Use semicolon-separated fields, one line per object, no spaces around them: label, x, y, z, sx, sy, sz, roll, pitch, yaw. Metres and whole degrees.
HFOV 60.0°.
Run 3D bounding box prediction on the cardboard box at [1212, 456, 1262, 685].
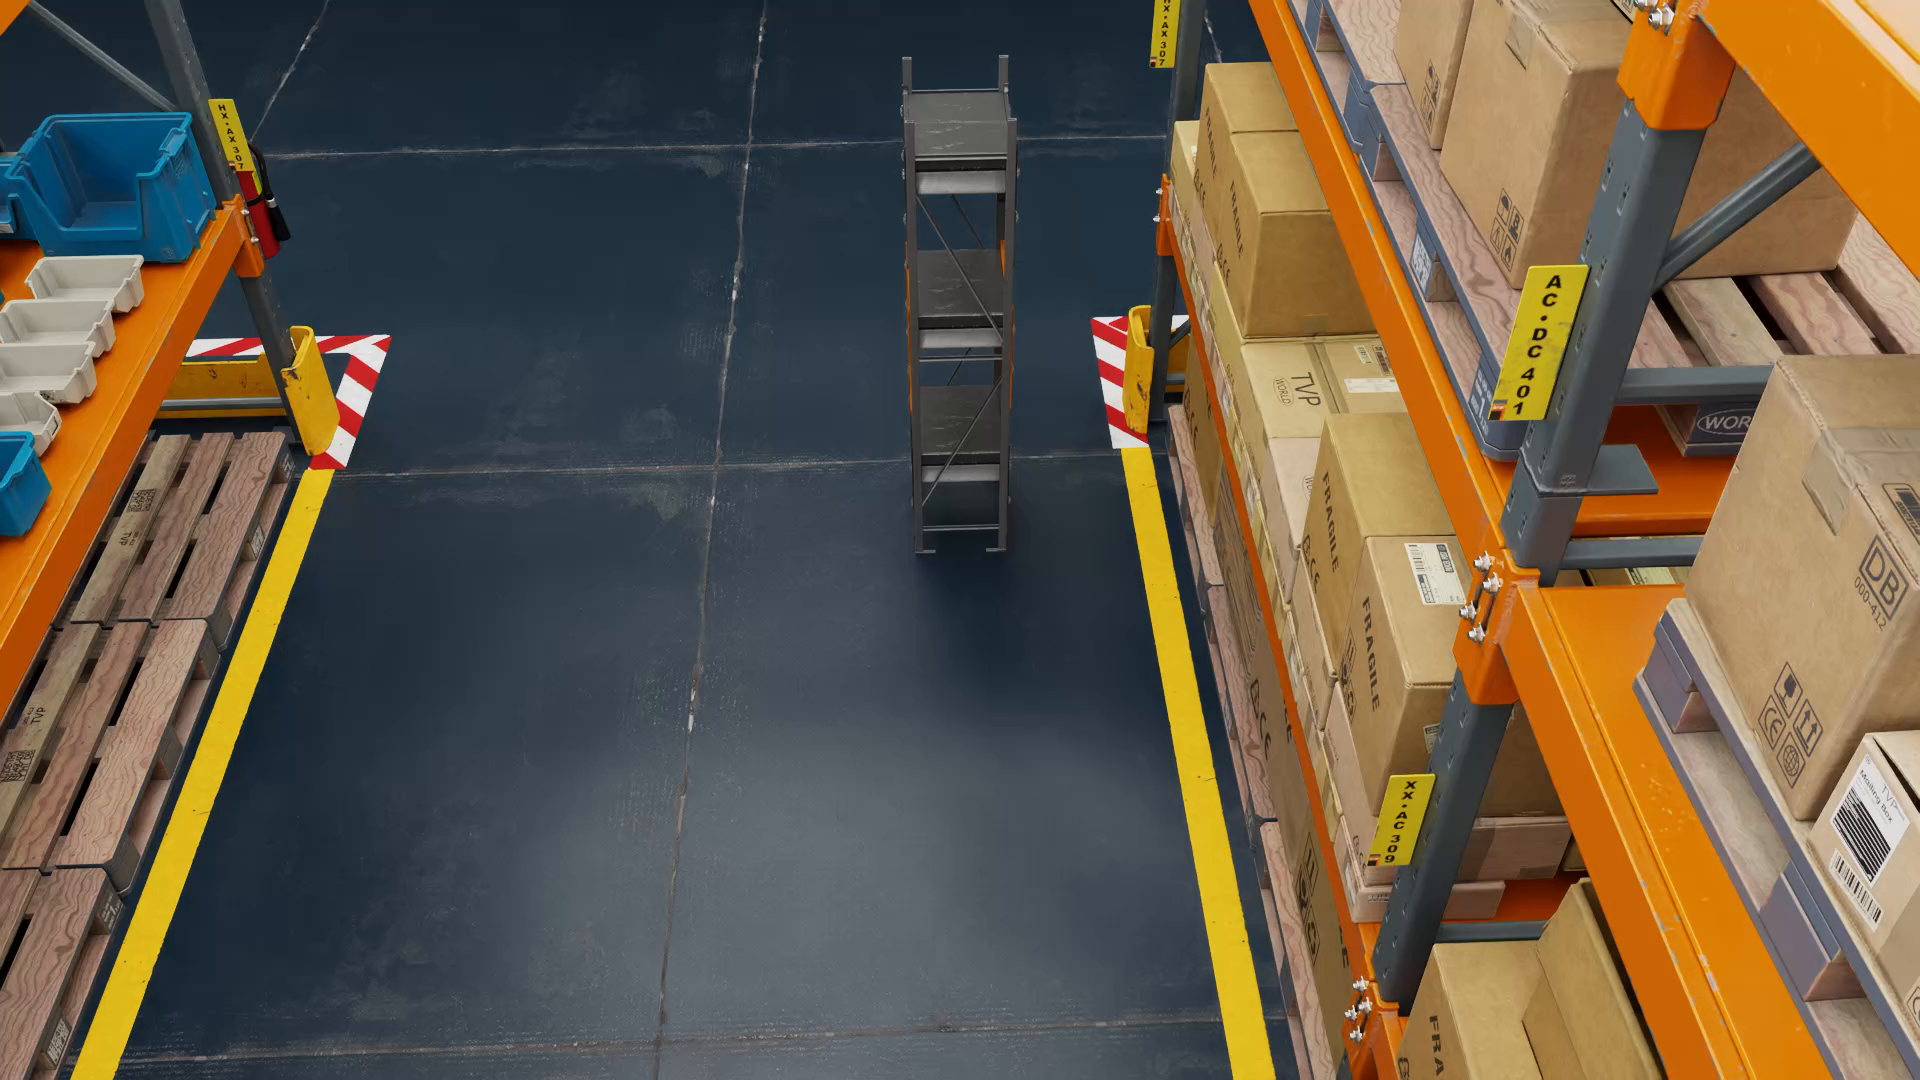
cardboard box;1.531;-0.056;6.503;0.875;0.875;0.875;-2;43;-2

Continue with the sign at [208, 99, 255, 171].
sign;-3.014;-1.674;6.885;0.100;0.325;0.005;-2;43;-2

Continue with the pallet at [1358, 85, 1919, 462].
pallet;1.531;-0.654;3.739;1.003;0.211;1.213;-2;43;-2

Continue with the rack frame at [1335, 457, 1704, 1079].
rack frame;1.555;0.971;4.120;1.000;3.000;0.127;-2;43;-2

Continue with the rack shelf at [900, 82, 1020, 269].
rack shelf;-0.007;-1.392;6.348;0.431;0.518;0.480;-2;43;-2

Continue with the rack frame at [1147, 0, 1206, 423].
rack frame;1.385;-1.729;7.066;1.000;3.000;0.127;-2;43;-2

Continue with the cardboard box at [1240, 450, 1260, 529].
cardboard box;1.150;-0.172;5.553;0.380;0.149;0.250;-1;43;-1

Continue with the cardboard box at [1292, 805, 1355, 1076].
cardboard box;1.607;1.152;5.185;0.875;0.875;0.875;-2;43;-2

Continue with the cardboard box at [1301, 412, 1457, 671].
cardboard box;1.251;0.000;4.516;0.500;0.500;0.500;-1;43;-1

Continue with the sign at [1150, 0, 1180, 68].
sign;0.831;-2.065;6.734;0.100;0.325;0.005;-2;43;-2

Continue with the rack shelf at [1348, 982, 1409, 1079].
rack shelf;1.640;2.587;2.890;1.077;0.370;4.000;-2;43;-2

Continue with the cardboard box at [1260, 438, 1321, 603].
cardboard box;1.228;-0.067;5.144;0.500;0.250;0.500;-1;43;-1

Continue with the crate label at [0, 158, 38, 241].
crate label;-3.882;-1.371;6.755;0.416;0.233;0.303;-2;43;-2

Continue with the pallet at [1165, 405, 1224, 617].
pallet;1.497;-0.163;7.422;1.003;0.211;1.213;-2;43;-2

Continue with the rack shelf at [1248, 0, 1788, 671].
rack shelf;1.470;-1.219;4.822;1.077;0.370;4.000;-2;43;-2

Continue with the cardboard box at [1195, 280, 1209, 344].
cardboard box;1.106;-0.865;6.310;0.380;0.149;0.250;-2;43;-2

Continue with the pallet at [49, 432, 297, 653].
pallet;-3.567;-0.001;7.245;1.003;0.211;1.213;-2;43;-2

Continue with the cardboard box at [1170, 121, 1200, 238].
cardboard box;1.136;-1.451;6.654;0.500;0.250;0.500;-3;43;-3

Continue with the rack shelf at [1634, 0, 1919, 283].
rack shelf;1.640;0.523;0.998;1.077;0.370;4.000;-2;43;-2

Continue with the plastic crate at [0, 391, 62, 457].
plastic crate;-3.282;-0.384;5.749;0.298;0.136;0.250;-2;43;-2

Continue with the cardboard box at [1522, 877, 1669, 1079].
cardboard box;1.591;0.996;3.277;0.797;0.503;0.637;-3;43;-3

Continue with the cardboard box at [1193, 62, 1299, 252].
cardboard box;1.157;-1.390;6.033;0.500;0.500;0.500;-3;43;-3

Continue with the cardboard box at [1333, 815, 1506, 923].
cardboard box;1.215;0.868;4.419;0.380;0.149;0.250;-1;43;-2

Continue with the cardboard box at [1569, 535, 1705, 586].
cardboard box;1.790;0.310;4.177;0.500;0.500;0.500;-2;43;-2

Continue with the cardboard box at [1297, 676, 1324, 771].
cardboard box;1.193;0.521;4.798;0.380;0.149;0.250;-2;43;-3

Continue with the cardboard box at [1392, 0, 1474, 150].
cardboard box;1.444;-1.253;3.868;0.700;0.500;0.500;0;43;0

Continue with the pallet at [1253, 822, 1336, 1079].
pallet;1.601;1.484;5.625;1.003;0.211;1.213;-2;43;-2

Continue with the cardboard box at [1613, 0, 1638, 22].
cardboard box;1.522;-1.274;3.336;0.500;0.250;0.500;-4;43;-5

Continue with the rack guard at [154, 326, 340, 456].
rack guard;-3.577;-0.681;7.773;1.175;0.500;0.348;-2;43;-2

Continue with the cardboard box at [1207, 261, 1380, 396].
cardboard box;1.182;-0.761;5.901;0.500;0.250;0.500;-3;43;-3

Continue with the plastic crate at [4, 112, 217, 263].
plastic crate;-3.362;-1.401;6.638;0.616;0.435;0.499;-2;43;-2

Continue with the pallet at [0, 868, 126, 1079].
pallet;-3.463;1.646;5.447;1.003;0.211;1.213;-2;43;-2

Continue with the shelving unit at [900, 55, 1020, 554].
shelving unit;-0.007;-0.886;6.812;0.431;2.100;0.503;-2;43;-2

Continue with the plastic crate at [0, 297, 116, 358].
plastic crate;-3.350;-0.770;6.171;0.396;0.136;0.243;-2;43;-2

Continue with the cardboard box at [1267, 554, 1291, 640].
cardboard box;1.171;0.173;5.177;0.380;0.149;0.250;-1;43;-1

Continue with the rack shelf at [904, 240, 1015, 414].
rack shelf;-0.007;-0.876;6.821;0.431;0.518;0.480;-2;43;-2

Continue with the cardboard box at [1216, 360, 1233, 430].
cardboard box;1.128;-0.519;5.932;0.380;0.149;0.250;-2;43;-2

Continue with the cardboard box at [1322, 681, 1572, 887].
cardboard box;1.274;0.627;4.387;0.500;0.250;0.500;-2;43;-3

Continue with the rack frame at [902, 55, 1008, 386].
rack frame;-0.017;-1.051;6.992;0.400;2.100;0.015;-2;43;-2

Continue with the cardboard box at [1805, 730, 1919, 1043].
cardboard box;1.512;0.487;2.184;0.500;0.311;0.500;-3;43;-3

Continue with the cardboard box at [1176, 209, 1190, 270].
cardboard box;1.083;-1.214;6.690;0.380;0.149;0.250;-2;43;-2
